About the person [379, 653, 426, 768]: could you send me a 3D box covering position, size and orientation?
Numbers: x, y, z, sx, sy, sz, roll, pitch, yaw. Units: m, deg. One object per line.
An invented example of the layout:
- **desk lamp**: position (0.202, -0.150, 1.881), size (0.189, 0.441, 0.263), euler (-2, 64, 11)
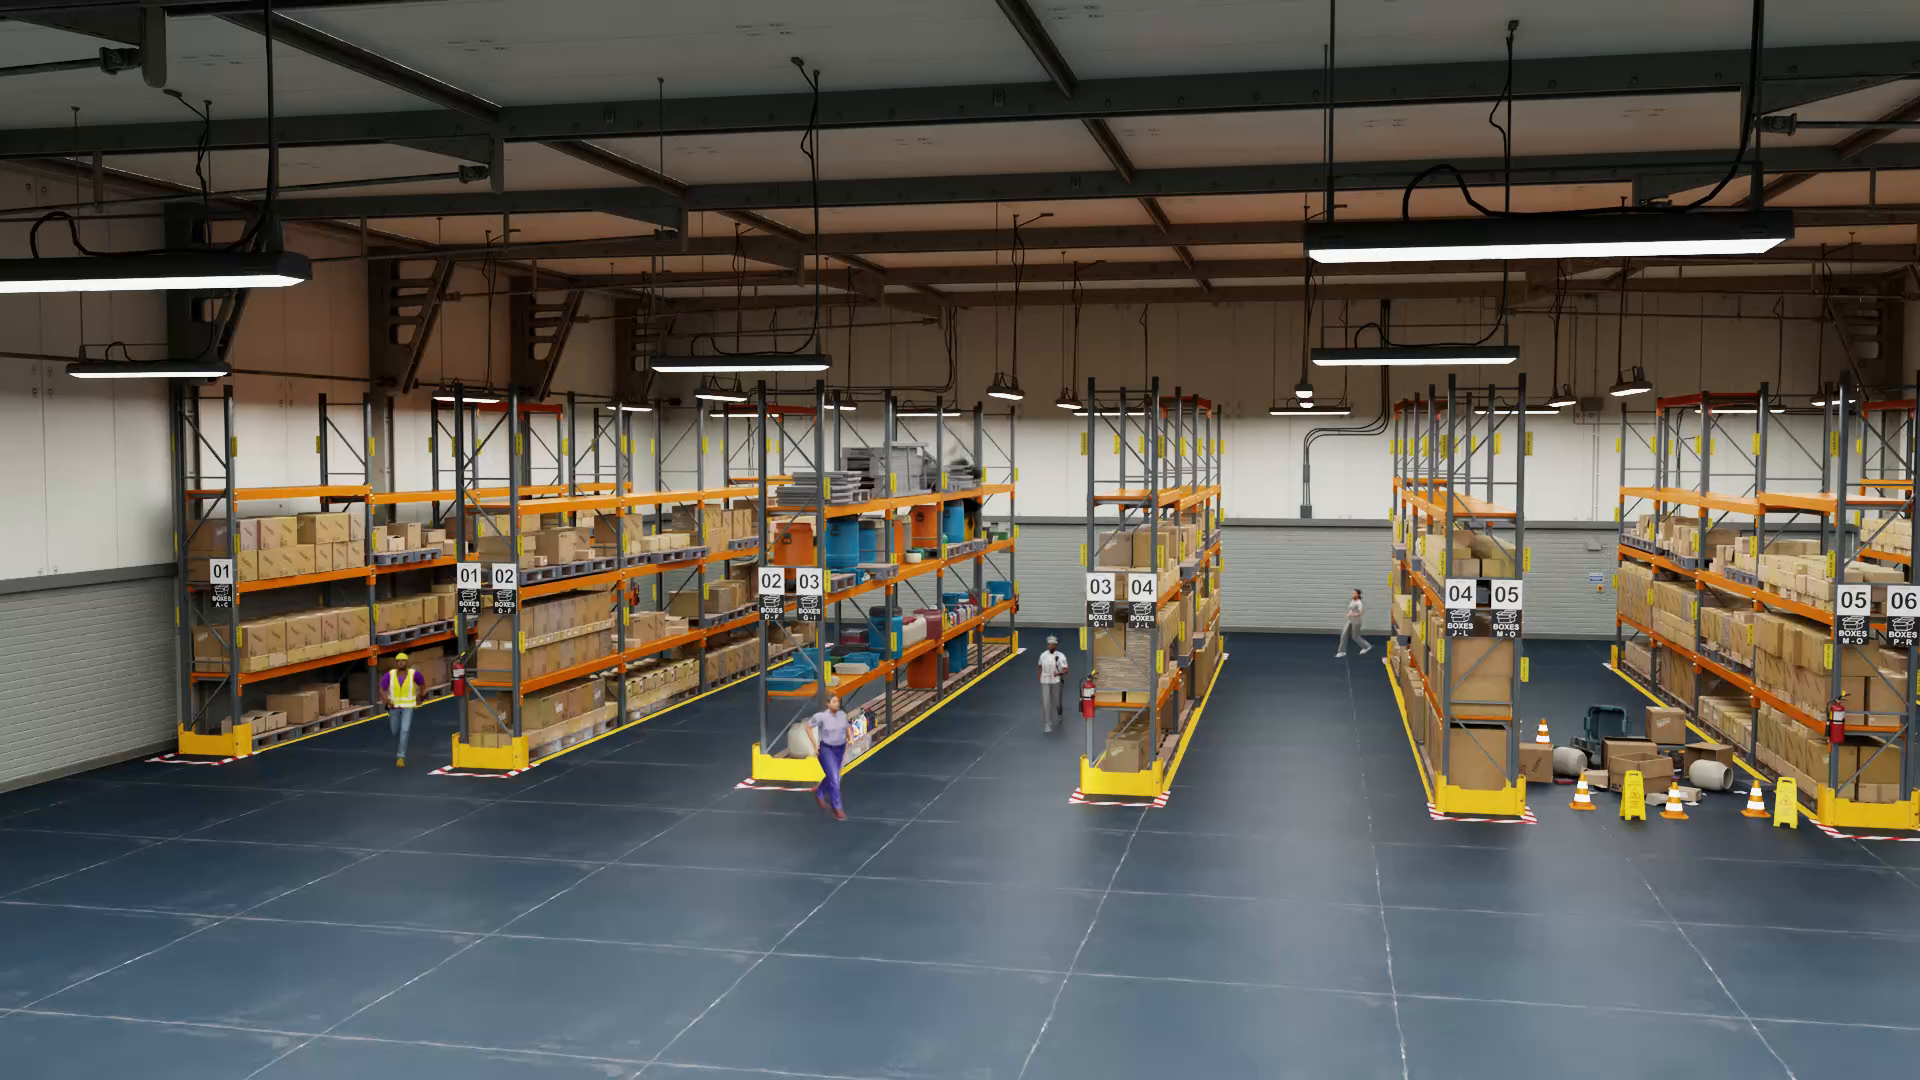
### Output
- **person**: position (-8.881, 2.669, 26.448), size (0.672, 1.757, 1.089), euler (0, 3, -5)

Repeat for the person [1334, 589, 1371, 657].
- **person**: position (9.392, 1.972, 39.418), size (0.919, 1.655, 0.594), euler (-1, 3, -16)

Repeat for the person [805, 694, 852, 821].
- **person**: position (-1.753, 2.923, 22.634), size (0.605, 1.663, 0.861), euler (-3, 4, -43)

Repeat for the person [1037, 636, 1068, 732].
- **person**: position (1.621, 2.522, 29.366), size (0.588, 1.666, 0.806), euler (1, 3, 13)
